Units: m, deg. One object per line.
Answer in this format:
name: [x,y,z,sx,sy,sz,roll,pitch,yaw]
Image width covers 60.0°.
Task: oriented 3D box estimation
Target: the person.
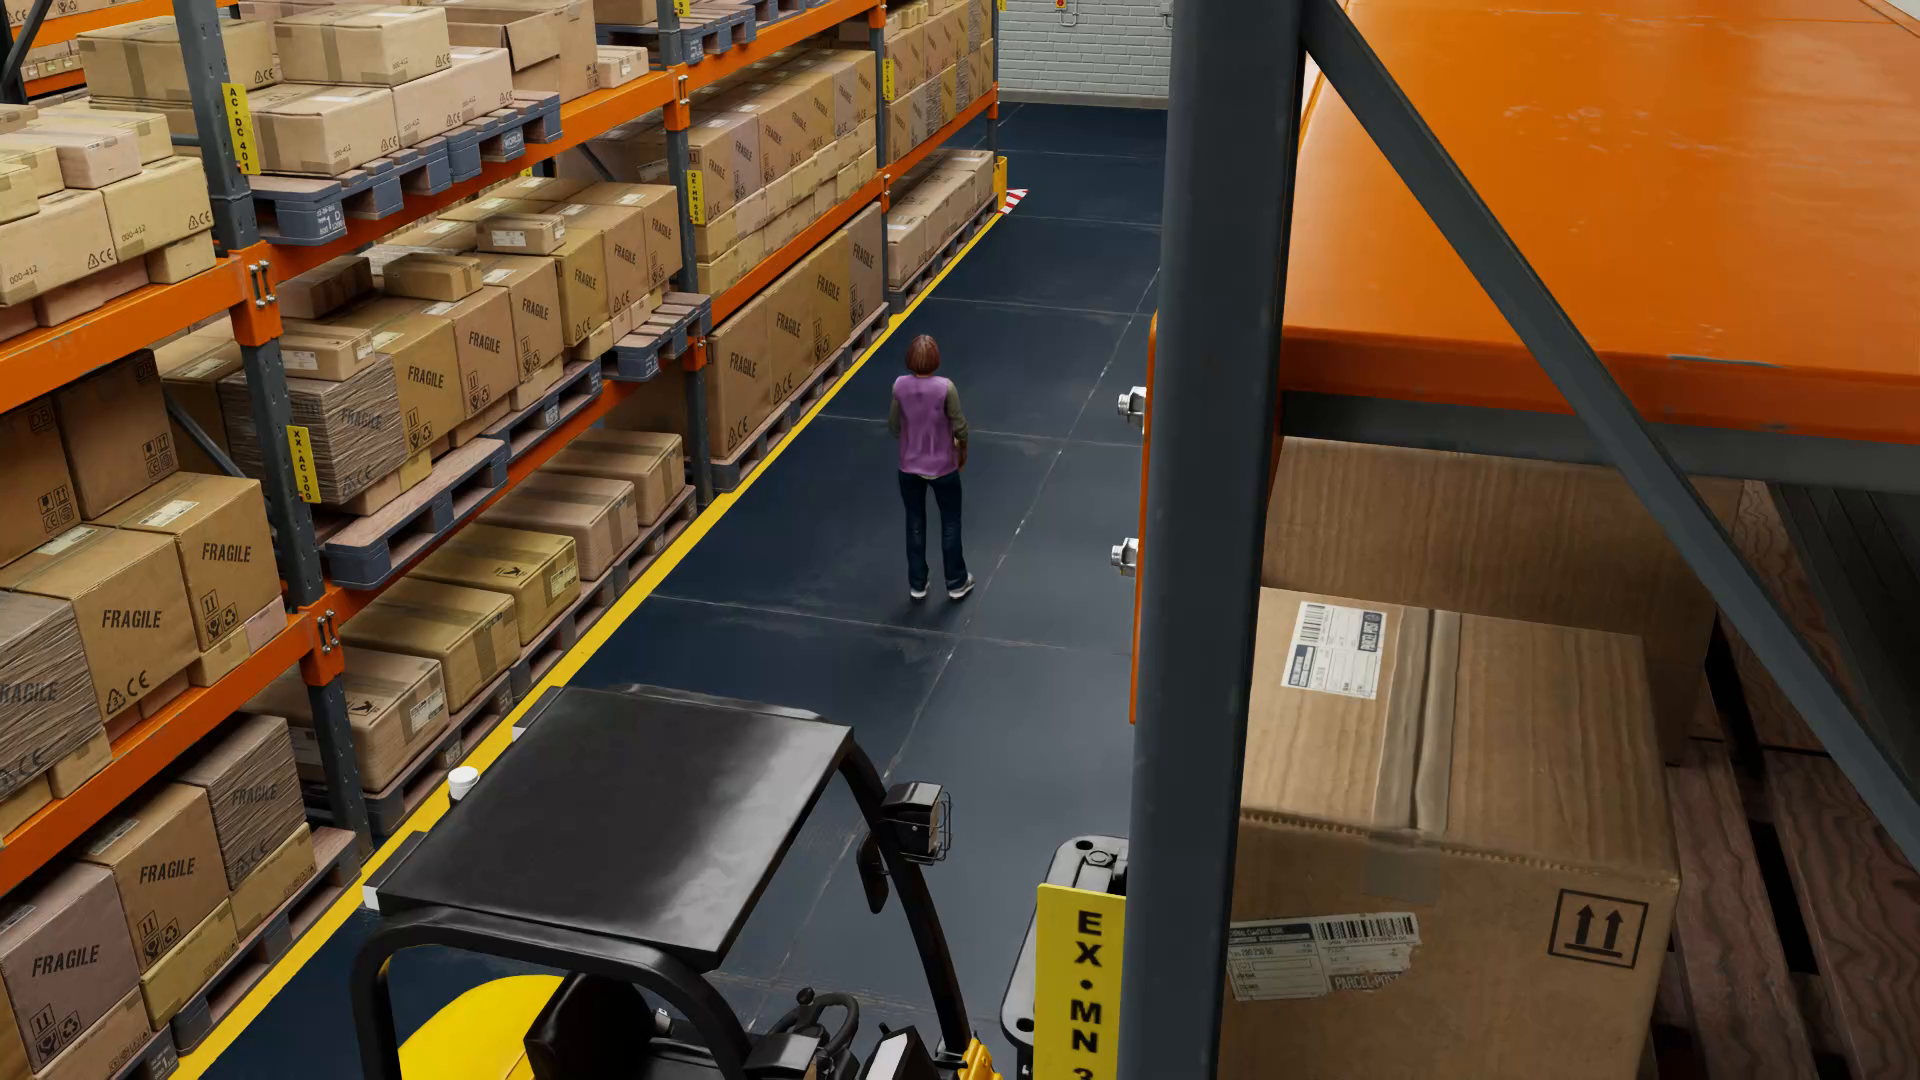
person: [-0.169,-0.427,9.502,0.477,1.601,0.388,6,26,13]
